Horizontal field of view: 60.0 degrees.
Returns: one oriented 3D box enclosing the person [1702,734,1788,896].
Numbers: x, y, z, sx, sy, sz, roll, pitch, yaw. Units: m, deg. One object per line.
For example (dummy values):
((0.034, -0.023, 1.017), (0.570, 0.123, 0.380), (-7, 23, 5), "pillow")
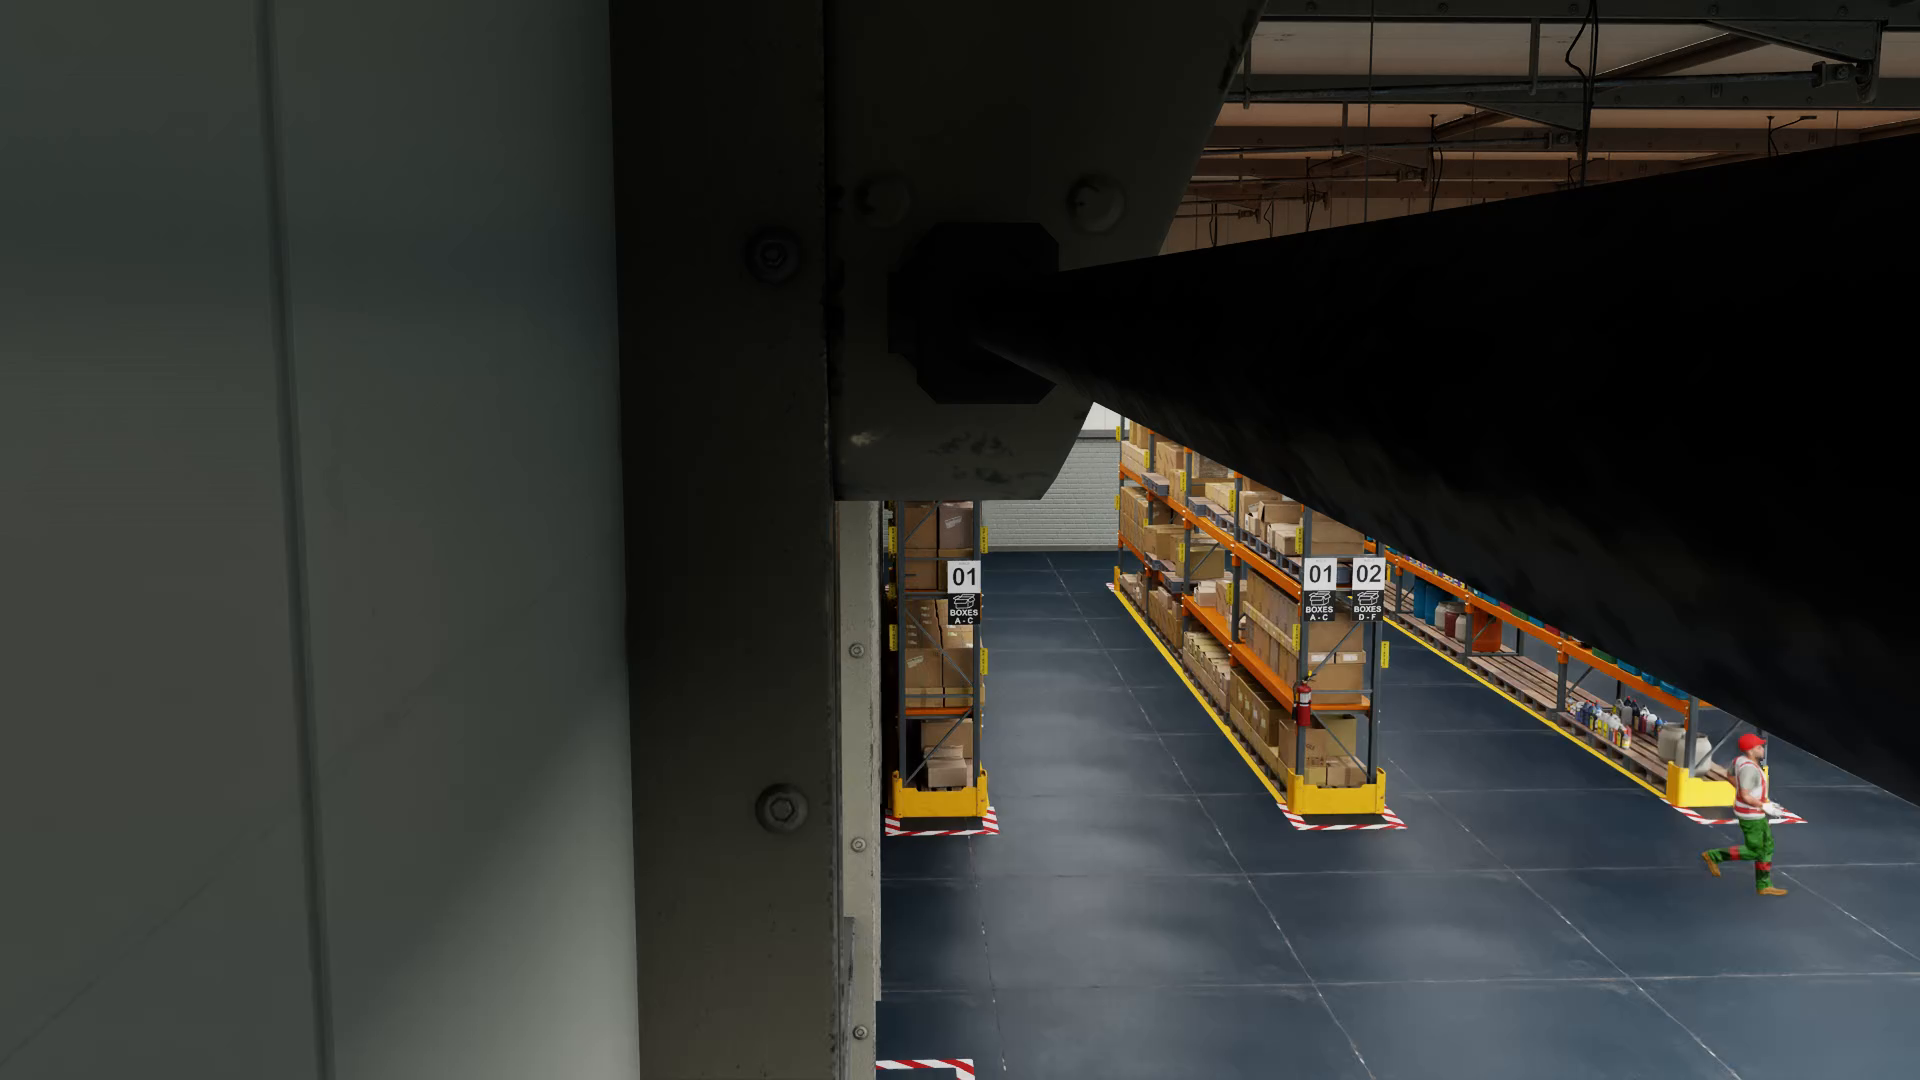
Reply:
((8.438, 2.928, 17.803), (0.866, 1.755, 0.669), (3, 9, 21), "person")
